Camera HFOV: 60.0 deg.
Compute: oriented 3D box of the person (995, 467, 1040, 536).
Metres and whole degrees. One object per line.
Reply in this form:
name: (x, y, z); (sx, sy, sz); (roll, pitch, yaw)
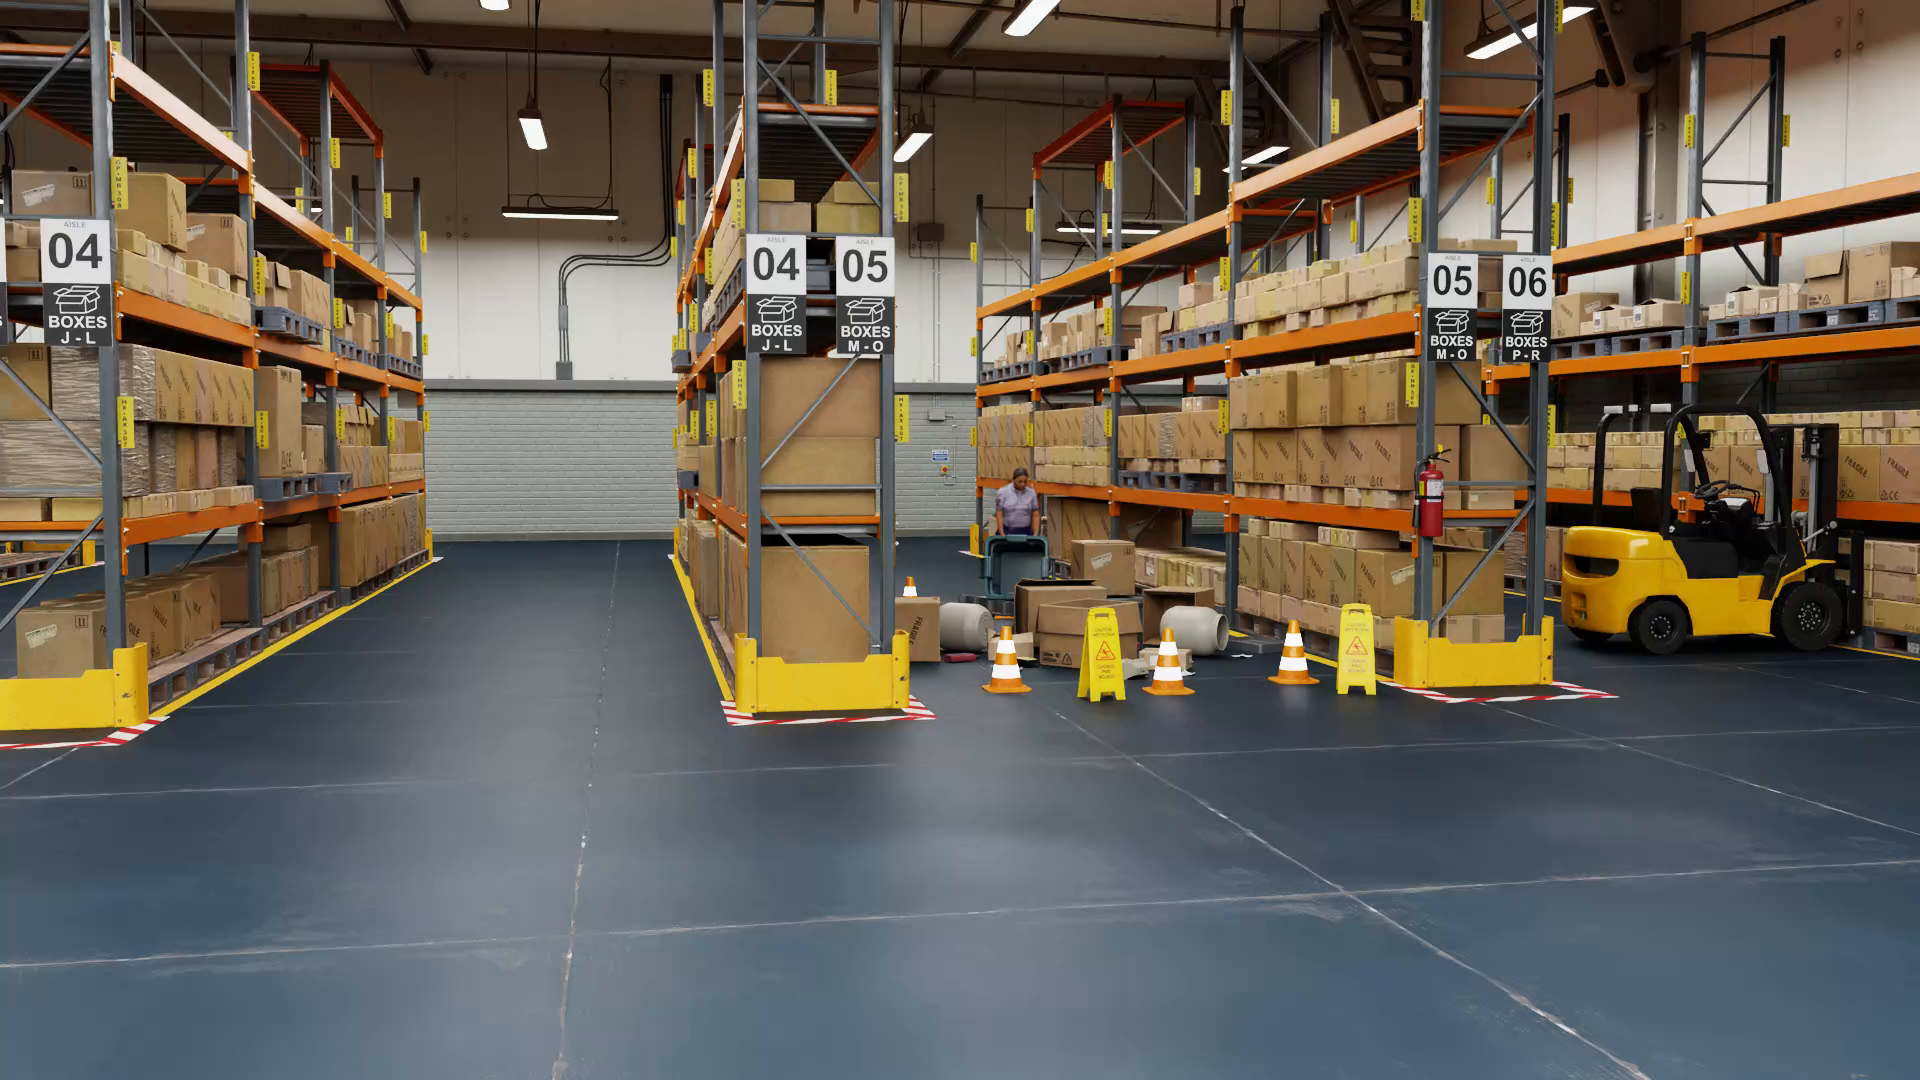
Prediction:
person: (0.625, -0.006, 18.086); (0.504, 1.587, 0.425); (-1, 3, -14)
